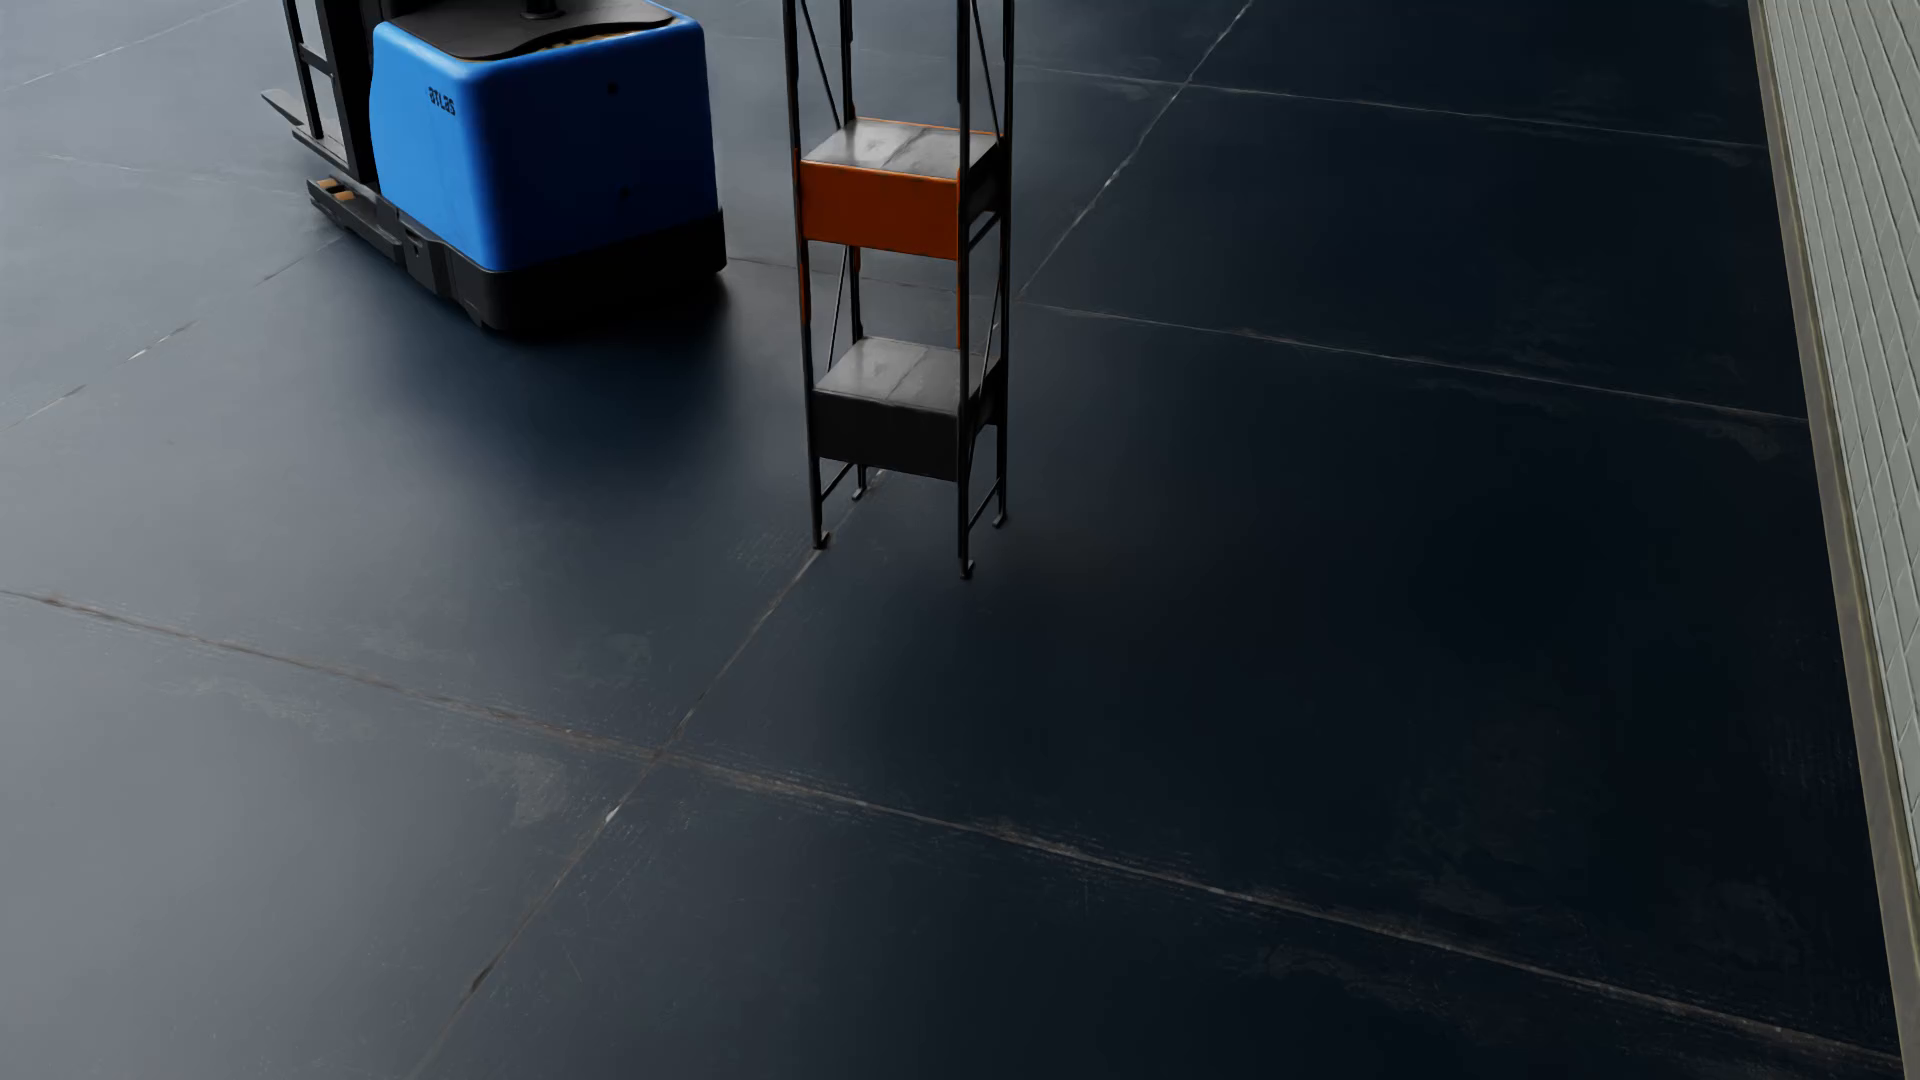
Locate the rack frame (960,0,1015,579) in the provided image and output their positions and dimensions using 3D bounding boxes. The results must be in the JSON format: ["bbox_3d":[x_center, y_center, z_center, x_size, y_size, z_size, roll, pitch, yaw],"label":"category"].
[{"bbox_3d":[0.074,-0.868,4.658,0.015,2.100,0.400,11,34,16],"label":"rack frame"}]

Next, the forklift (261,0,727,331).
[{"bbox_3d":[-2.282,-2.763,6.827,1.130,2.935,3.031,-24,40,-32],"label":"forklift"}]

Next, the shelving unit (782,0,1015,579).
[{"bbox_3d":[-0.156,-0.912,4.727,0.503,2.100,0.431,11,34,16],"label":"shelving unit"}]

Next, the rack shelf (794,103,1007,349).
[{"bbox_3d":[-0.156,-0.901,4.735,0.480,0.518,0.431,11,34,16],"label":"rack shelf"}]

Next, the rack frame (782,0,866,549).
[{"bbox_3d":[-0.386,-0.957,4.797,0.015,2.100,0.400,11,34,16],"label":"rack frame"}]

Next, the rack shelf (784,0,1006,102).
[{"bbox_3d":[-0.156,-1.489,4.355,0.480,0.518,0.431,11,34,16],"label":"rack shelf"}]

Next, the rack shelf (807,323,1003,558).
[{"bbox_3d":[-0.156,-0.313,5.114,0.480,0.518,0.431,11,34,16],"label":"rack shelf"}]
